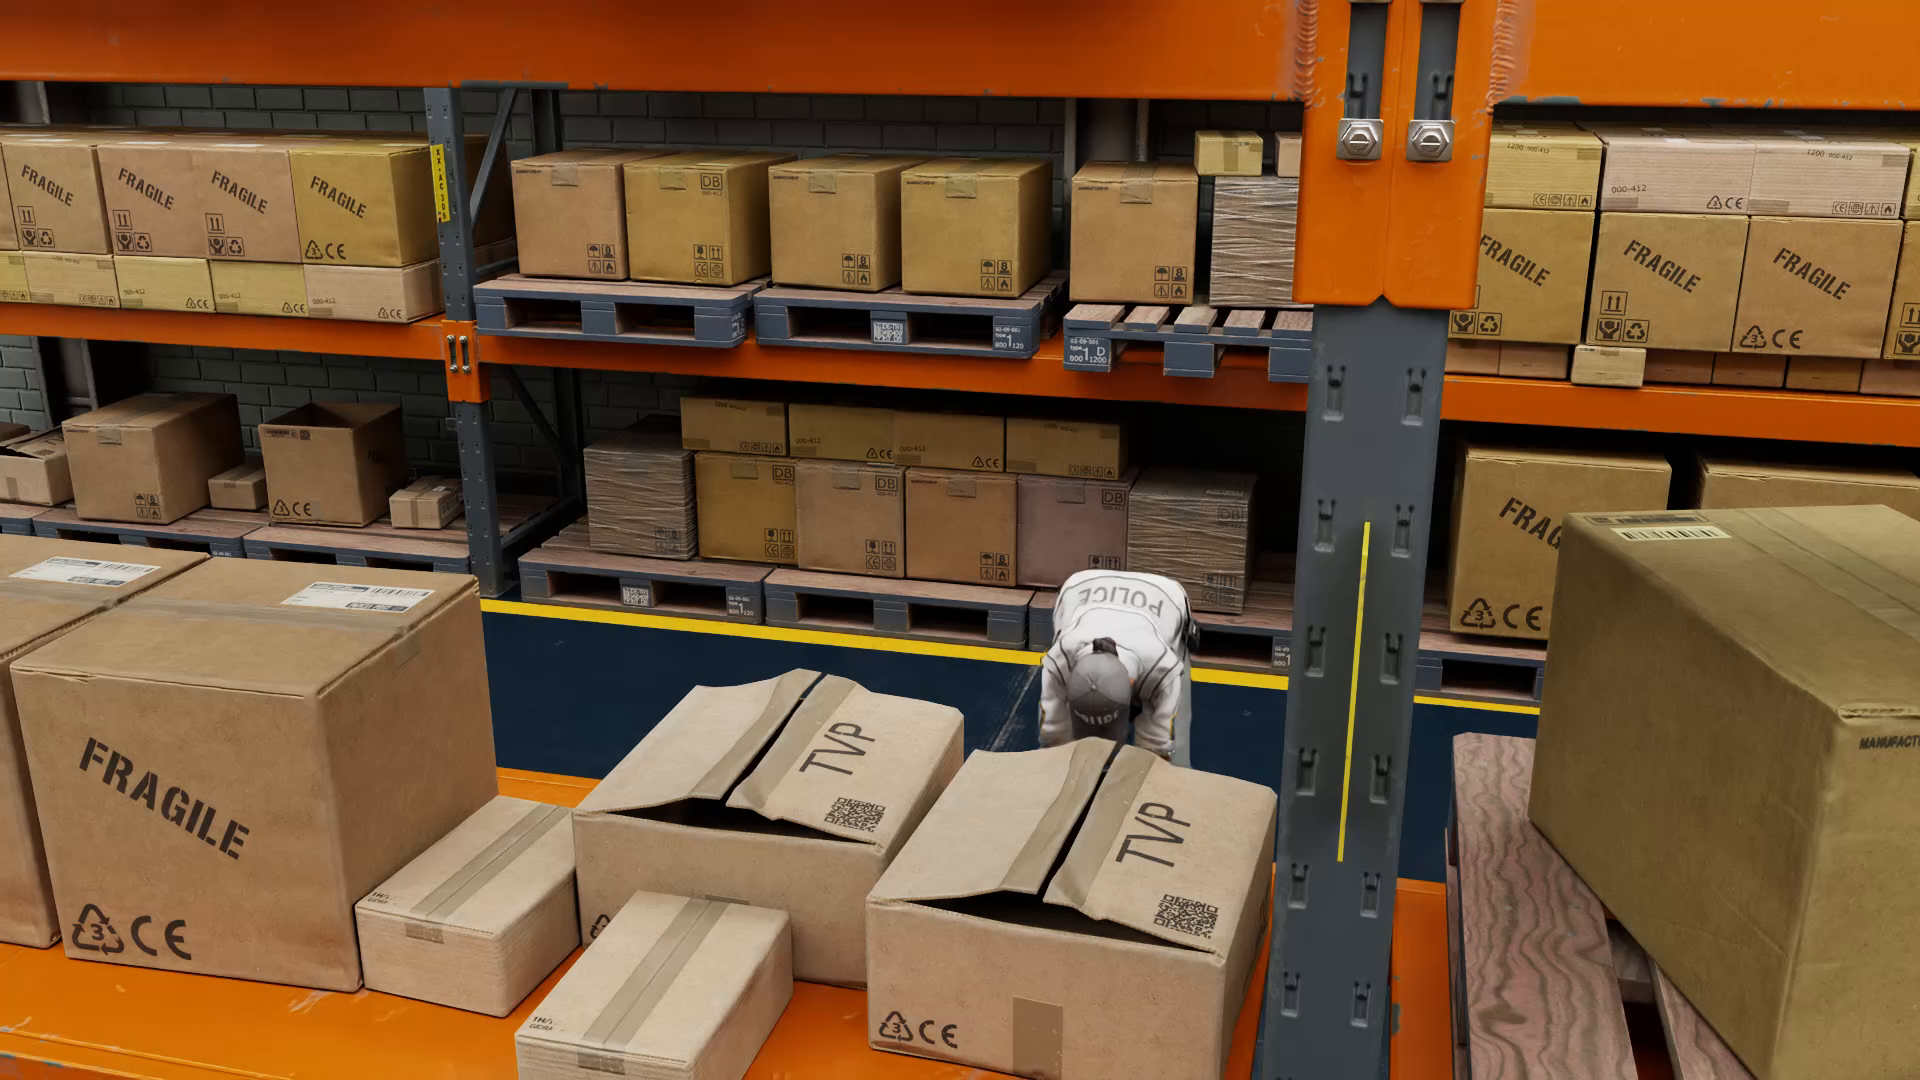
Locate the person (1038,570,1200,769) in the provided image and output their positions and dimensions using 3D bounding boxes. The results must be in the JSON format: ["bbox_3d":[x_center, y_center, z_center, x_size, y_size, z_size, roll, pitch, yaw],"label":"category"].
[{"bbox_3d":[0.454,0.666,5.022,0.478,1.058,0.952,4,19,11],"label":"person"}]
